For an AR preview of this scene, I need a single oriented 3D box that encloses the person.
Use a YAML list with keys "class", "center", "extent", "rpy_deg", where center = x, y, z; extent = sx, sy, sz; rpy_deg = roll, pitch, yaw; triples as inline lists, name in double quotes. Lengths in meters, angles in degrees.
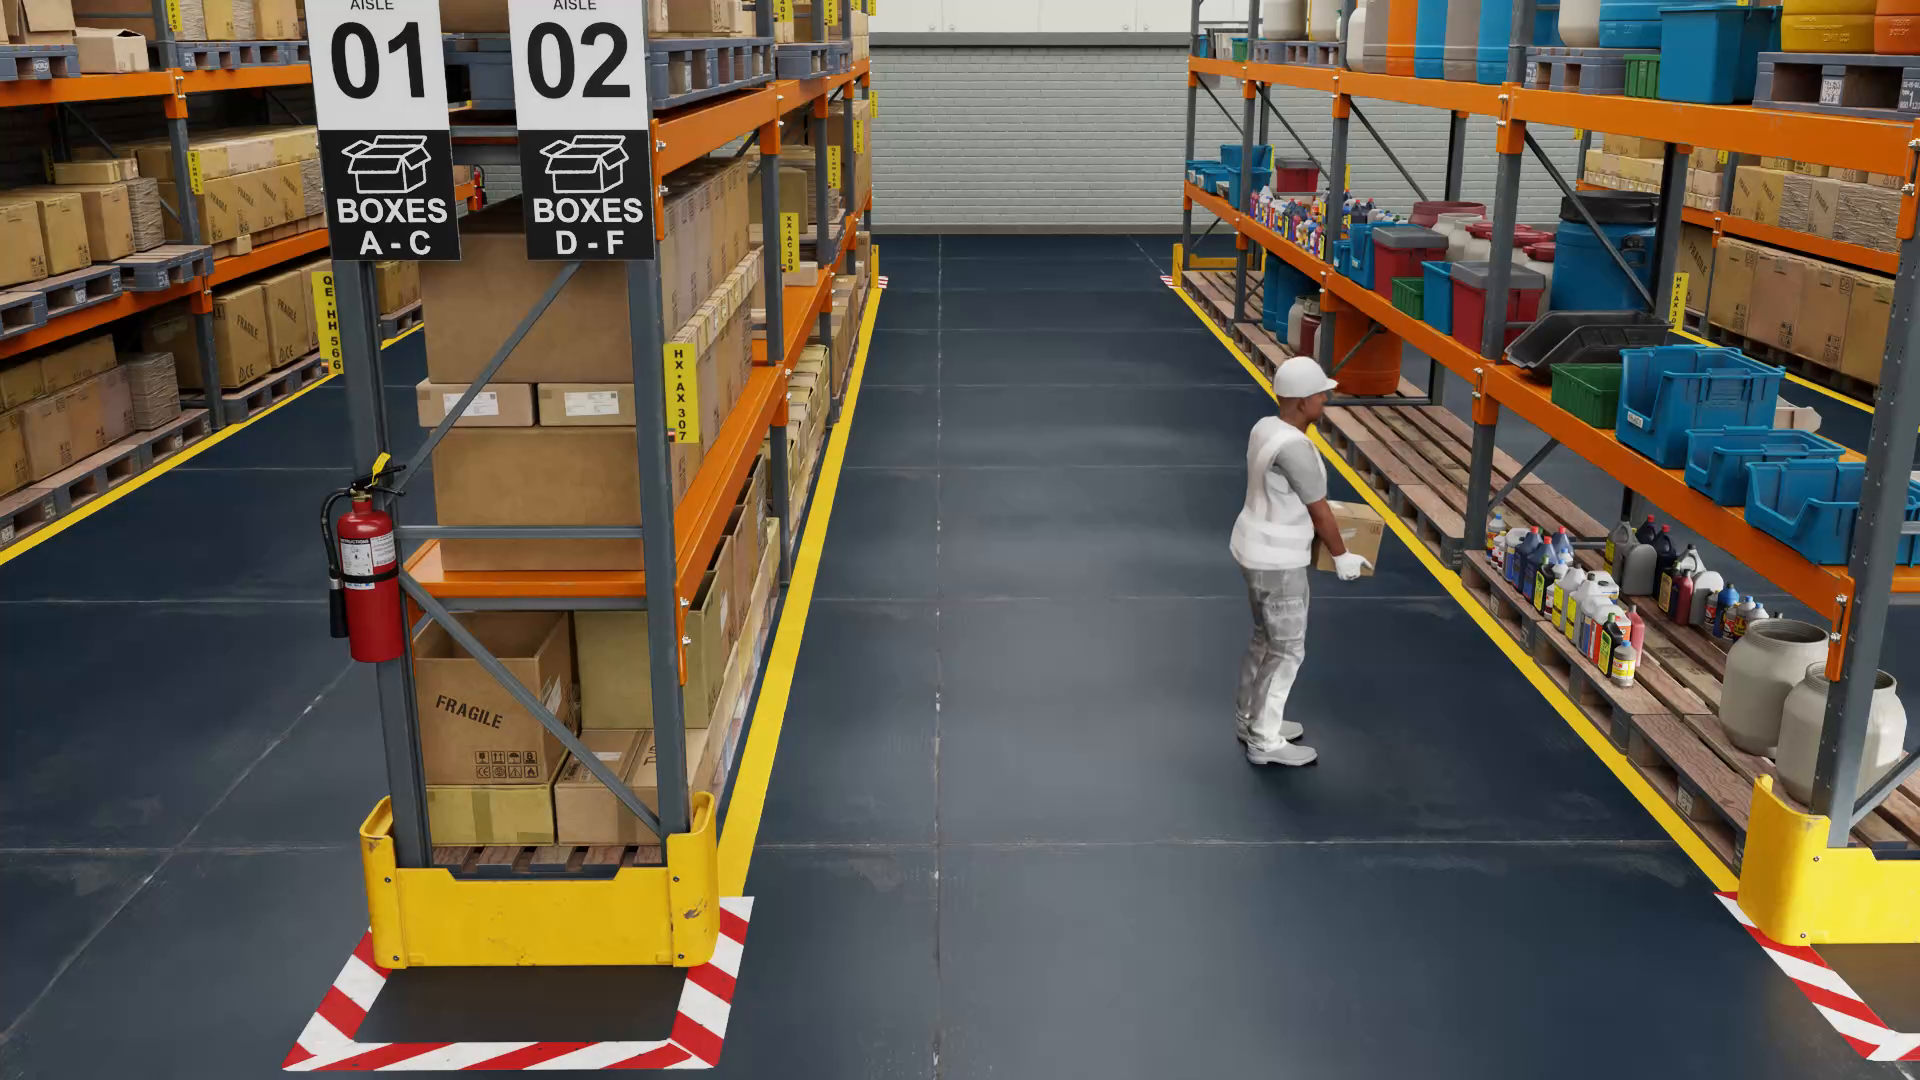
- class: "person"
  center: [1.473, 0.083, 7.246]
  extent: [0.580, 1.777, 0.492]
  rpy_deg: [-1, 17, -2]
